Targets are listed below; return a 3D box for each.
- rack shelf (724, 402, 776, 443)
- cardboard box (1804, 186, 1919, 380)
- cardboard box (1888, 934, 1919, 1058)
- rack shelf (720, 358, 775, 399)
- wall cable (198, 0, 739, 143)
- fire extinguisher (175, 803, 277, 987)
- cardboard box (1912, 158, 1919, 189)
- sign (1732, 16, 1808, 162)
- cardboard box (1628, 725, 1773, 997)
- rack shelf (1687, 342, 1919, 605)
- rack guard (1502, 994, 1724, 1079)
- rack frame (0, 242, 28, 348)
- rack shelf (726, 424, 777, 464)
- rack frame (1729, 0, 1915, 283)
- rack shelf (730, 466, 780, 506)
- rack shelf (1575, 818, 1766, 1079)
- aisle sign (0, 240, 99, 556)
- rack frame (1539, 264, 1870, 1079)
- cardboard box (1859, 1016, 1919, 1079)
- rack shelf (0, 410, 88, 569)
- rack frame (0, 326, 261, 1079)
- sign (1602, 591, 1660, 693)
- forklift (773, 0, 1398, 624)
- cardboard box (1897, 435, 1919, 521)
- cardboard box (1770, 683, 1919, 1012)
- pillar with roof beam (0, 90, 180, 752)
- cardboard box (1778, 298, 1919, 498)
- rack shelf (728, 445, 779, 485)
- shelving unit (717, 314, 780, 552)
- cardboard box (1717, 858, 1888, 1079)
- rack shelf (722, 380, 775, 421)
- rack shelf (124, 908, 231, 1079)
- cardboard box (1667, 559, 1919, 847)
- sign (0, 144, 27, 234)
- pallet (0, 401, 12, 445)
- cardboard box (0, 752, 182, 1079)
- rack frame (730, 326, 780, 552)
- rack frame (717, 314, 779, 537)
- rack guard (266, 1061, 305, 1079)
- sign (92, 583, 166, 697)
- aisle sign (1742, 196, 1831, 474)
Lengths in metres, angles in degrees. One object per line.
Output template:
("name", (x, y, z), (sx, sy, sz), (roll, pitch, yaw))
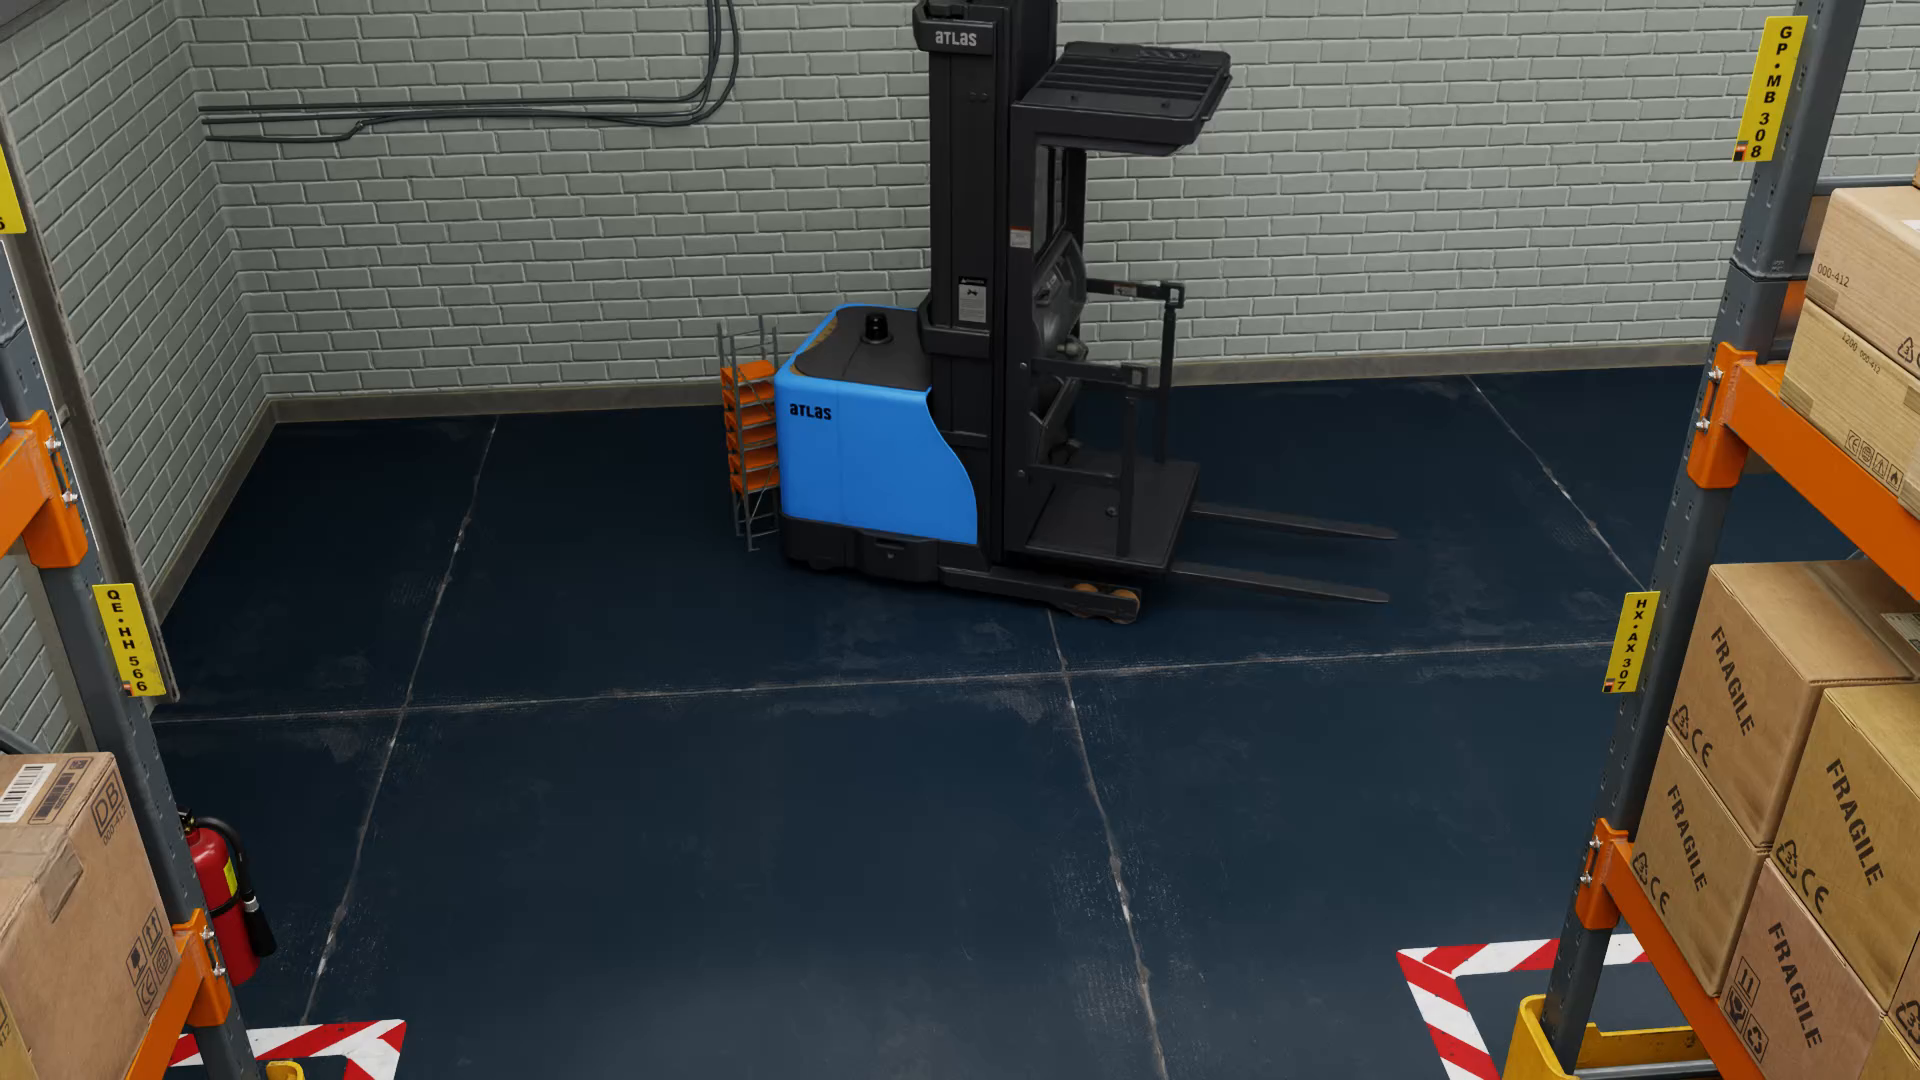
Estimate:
("rack shelf", (-1.043, -0.599, 8.428), (0.258, 0.103, 0.180), (-15, 32, -23))
("cardboard box", (2.153, -0.538, 3.459), (0.500, 0.250, 0.500), (-3, 31, -5))
("cardboard box", (2.241, 0.914, 3.221), (0.500, 0.500, 0.500), (-2, 31, -4))
("rack shelf", (-1.046, -0.809, 8.313), (0.258, 0.103, 0.180), (-15, 32, -23))
("wall cable", (-2.740, -3.283, 8.499), (3.097, 2.526, 0.112), (-3, 31, -5))
("fire extinguisher", (-2.122, 0.959, 4.659), (0.296, 0.674, 0.183), (-3, 31, -5))
("cardboard box", (2.428, -0.873, 3.289), (0.700, 0.500, 0.500), (-3, 31, -5))
("sign", (1.824, -1.012, 3.741), (0.100, 0.325, 0.005), (-3, 31, -5))
("cardboard box", (2.143, 0.821, 4.352), (0.500, 0.500, 0.500), (-2, 31, -4))
("rack shelf", (2.551, 0.667, 2.484), (1.077, 0.370, 4.000), (-3, 31, -5))
("rack guard", (2.371, 1.737, 5.354), (1.175, 0.500, 0.348), (-3, 31, -5))
("rack frame", (-2.568, -1.711, 2.839), (1.000, 3.000, 0.127), (-3, 31, -5))
("rack shelf", (-1.041, -0.494, 8.486), (0.258, 0.103, 0.180), (-15, 32, -23))
("rack frame", (2.364, -1.950, 3.240), (1.000, 3.000, 0.127), (-3, 31, -5))
("rack shelf", (-1.037, -0.284, 8.602), (0.258, 0.103, 0.180), (-15, 32, -23))
("rack shelf", (2.551, 1.955, 3.253), (1.077, 0.370, 4.000), (-3, 31, -5))
("aisle sign", (-2.276, -0.303, 3.797), (0.394, 0.787, 0.004), (-3, 31, -5))
("rack frame", (2.364, 0.625, 4.778), (1.000, 3.000, 0.127), (-3, 31, -5))
("cardboard box", (2.240, 1.341, 3.482), (0.500, 0.500, 0.500), (-3, 31, -5))
("rack shelf", (-2.381, 0.907, 2.083), (1.077, 0.370, 4.000), (-3, 31, -5))
("rack frame", (-2.568, 0.864, 4.378), (1.000, 3.000, 0.127), (-3, 31, -5))
("sign", (1.824, 0.280, 4.512), (0.100, 0.325, 0.005), (-3, 31, -5))
("forklift", (0.658, -1.155, 7.825), (3.031, 2.935, 1.130), (8, 32, 14))
("cardboard box", (2.193, -0.068, 3.159), (0.500, 0.250, 0.500), (-3, 31, -5))
("cardboard box", (2.199, 0.659, 3.649), (0.500, 0.500, 0.500), (-2, 31, -4))
("pillar with roof beam", (0.605, -3.254, 5.423), (9.100, 9.000, 0.400), (-3, 31, -5))
("cardboard box", (2.159, -0.324, 3.588), (0.500, 0.250, 0.500), (-3, 31, -5))
("rack shelf", (-1.039, -0.389, 8.544), (0.258, 0.103, 0.180), (-15, 32, -23))
("shelving unit", (-1.041, -0.533, 8.465), (0.258, 1.200, 0.189), (-15, 32, -23))
("cardboard box", (2.196, 1.085, 3.911), (0.500, 0.500, 0.500), (-3, 31, -5))
("rack shelf", (-1.044, -0.704, 8.370), (0.258, 0.103, 0.180), (-15, 32, -23))
("rack shelf", (-2.381, 2.194, 2.853), (1.077, 0.370, 4.000), (-3, 31, -5))
("cardboard box", (2.143, 0.392, 4.096), (0.500, 0.500, 0.500), (-2, 31, -3))
("sign", (-2.026, -0.788, 3.433), (0.100, 0.325, 0.005), (-3, 31, -5))
("pallet", (-2.488, -0.007, 2.998), (1.003, 0.211, 1.213), (-3, 31, -5))
("cardboard box", (-2.510, 0.996, 3.866), (0.980, 0.700, 0.700), (-1, 31, -2))
("rack frame", (-1.000, -0.494, 8.393), (0.240, 1.200, 0.006), (-15, 32, -23))
("rack frame", (-1.083, -0.571, 8.536), (0.240, 1.200, 0.006), (-15, 32, -23))
("rack guard", (-2.570, 1.925, 5.039), (1.175, 0.500, 0.348), (-3, 31, -5))
("sign", (-2.026, 0.247, 4.052), (0.100, 0.325, 0.005), (-3, 31, -5))
("aisle sign", (2.065, -0.512, 4.146), (0.394, 0.787, 0.004), (-3, 31, -5))
